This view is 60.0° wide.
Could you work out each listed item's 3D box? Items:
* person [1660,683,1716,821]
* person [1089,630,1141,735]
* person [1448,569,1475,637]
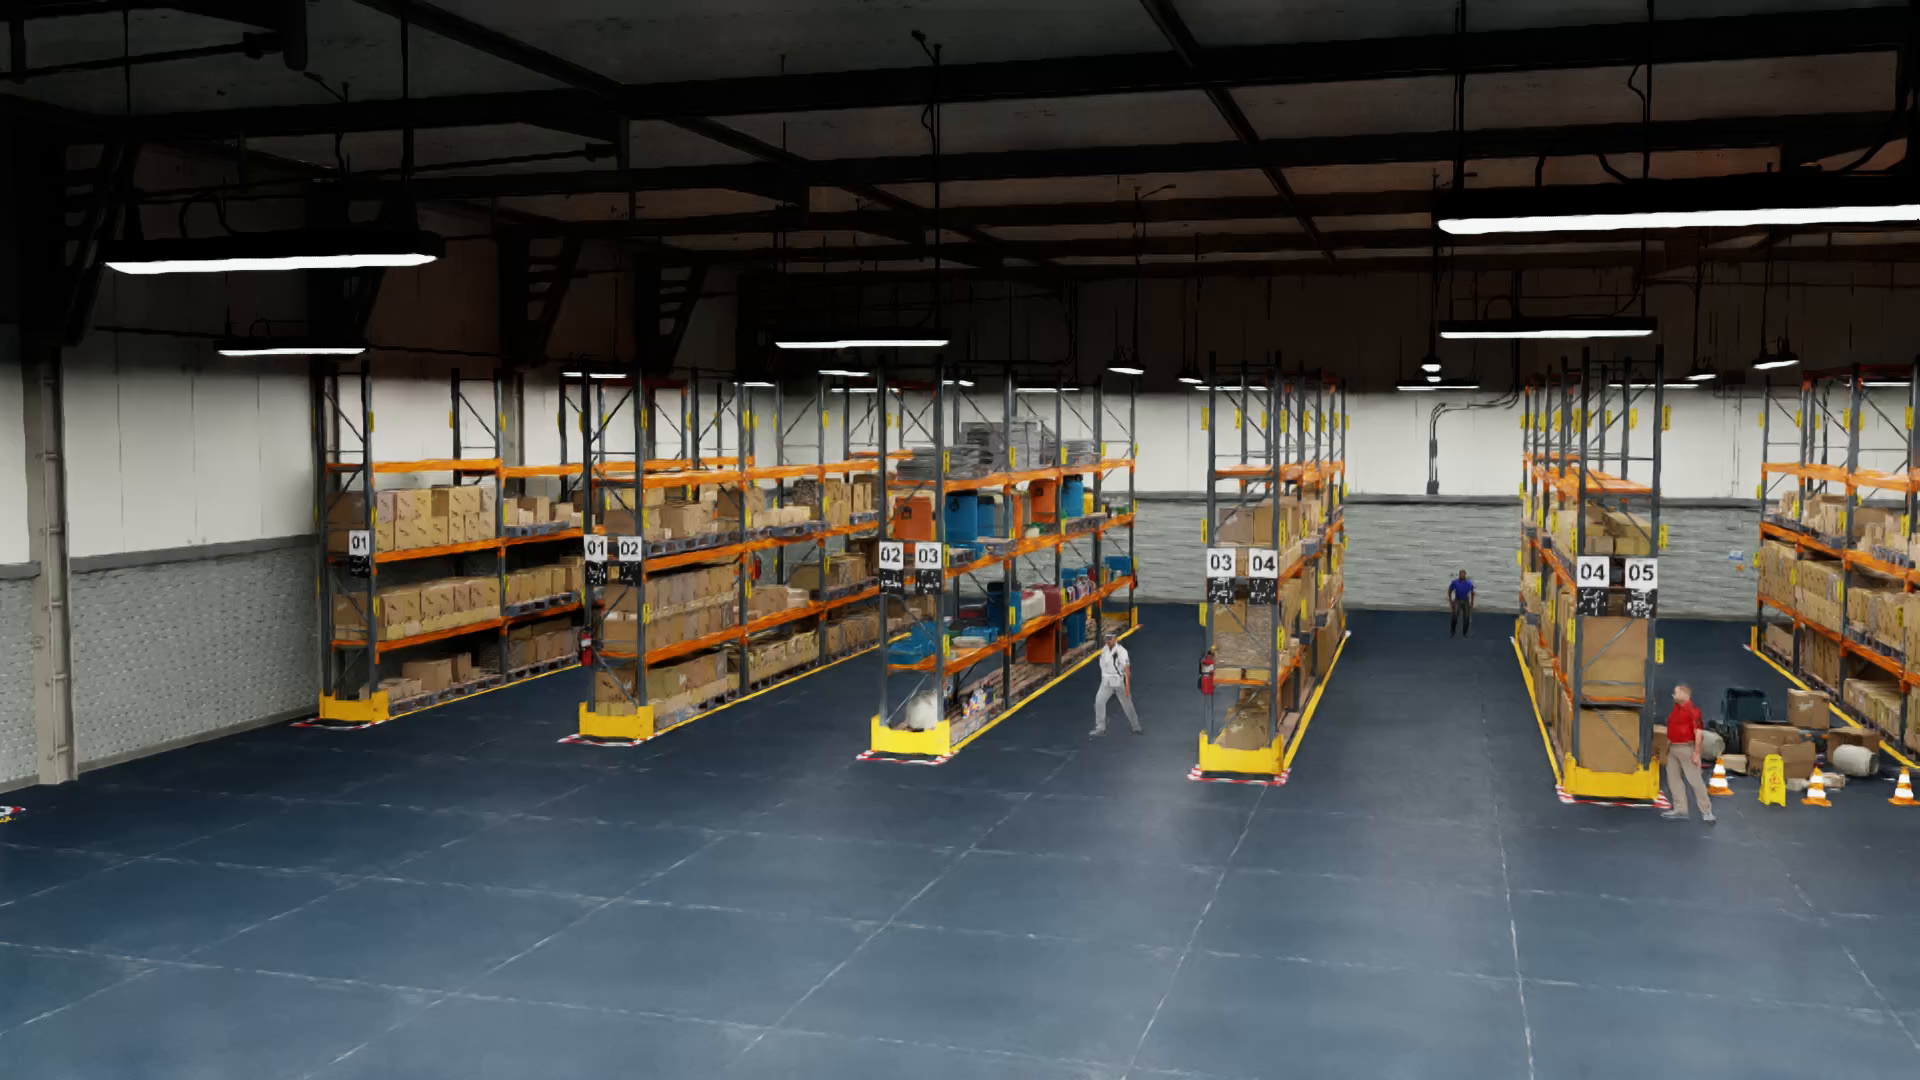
[{"bbox_3d":[9.169,2.659,20.898,0.552,1.716,0.652,-1,4,-10],"label":"person"},{"bbox_3d":[2.494,2.256,26.533,0.585,1.697,0.977,3,5,37],"label":"person"},{"bbox_3d":[11.626,1.454,38.572,0.592,1.604,0.518,1,4,14],"label":"person"}]
